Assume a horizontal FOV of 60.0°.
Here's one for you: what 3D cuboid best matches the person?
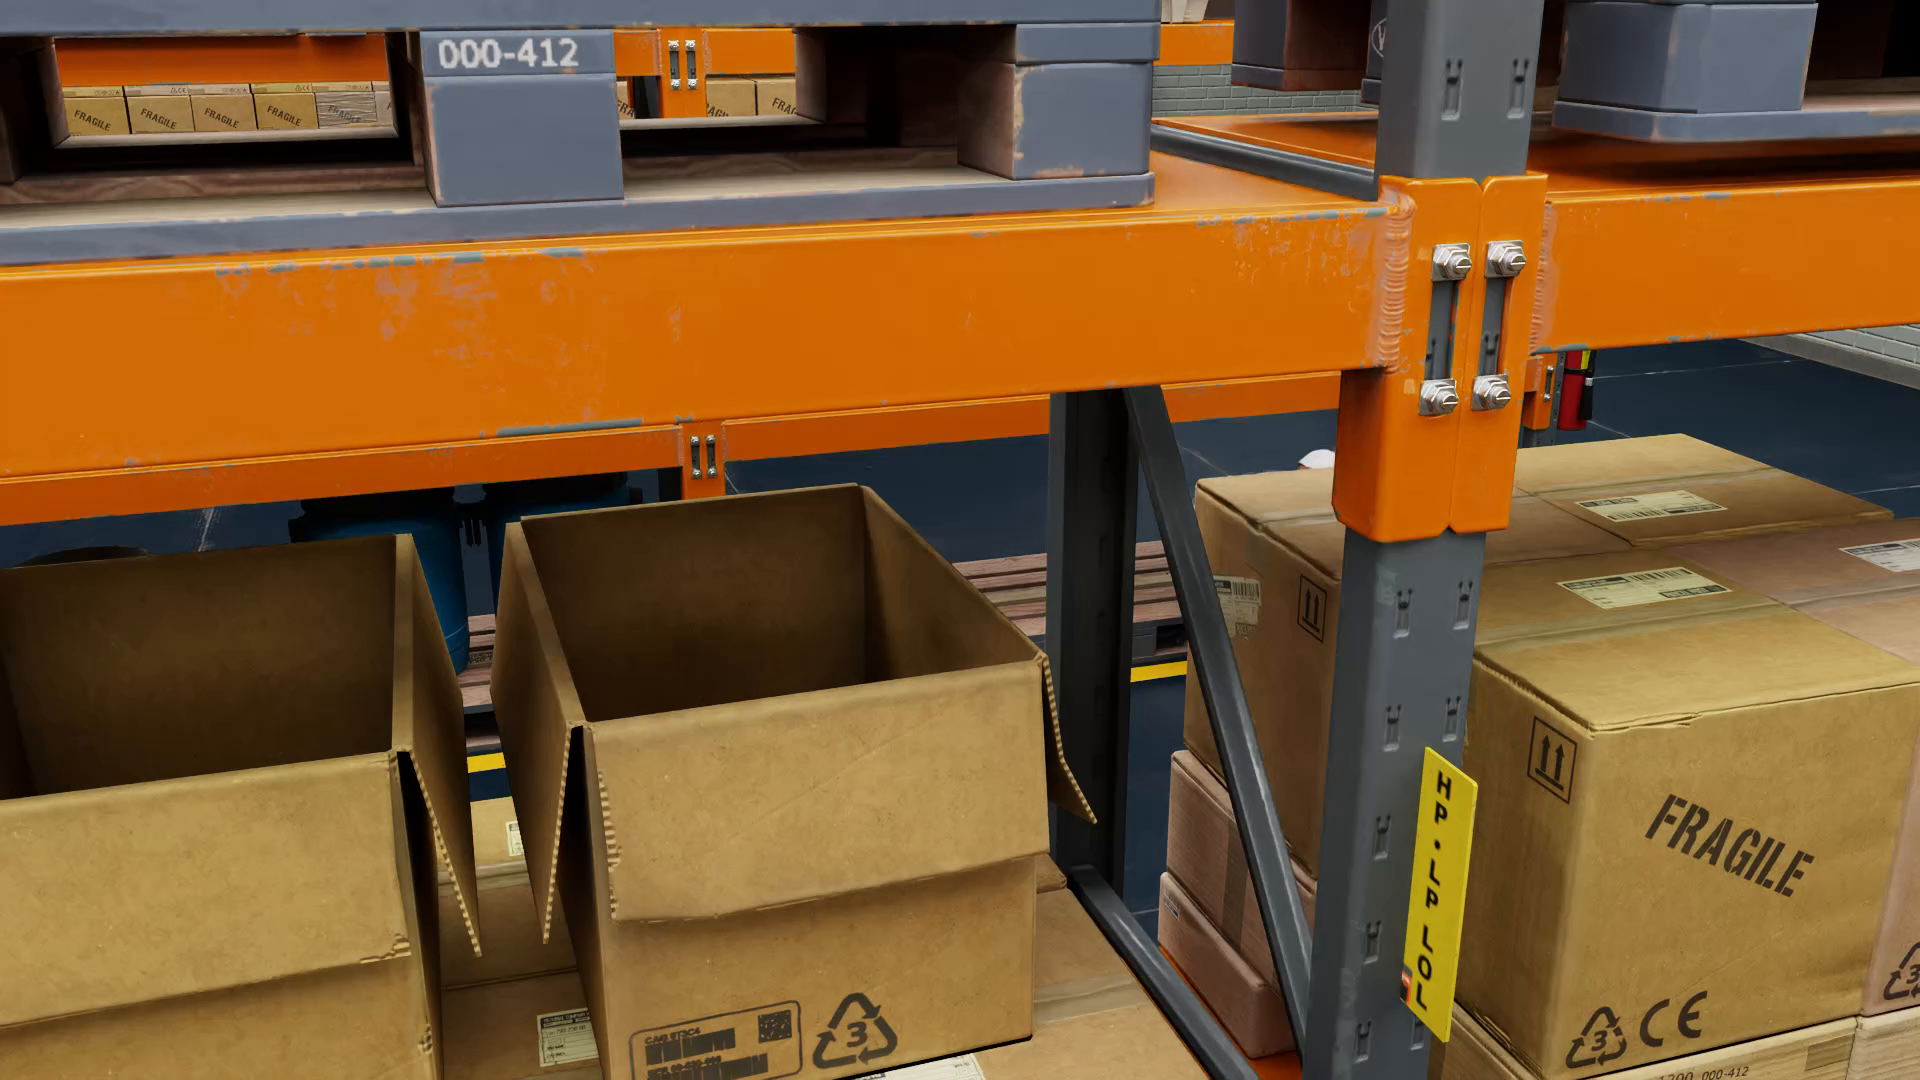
[{"bbox_3d":[1.368,0.106,7.455,0.879,0.992,0.574,-6,20,-17],"label":"person"}]
